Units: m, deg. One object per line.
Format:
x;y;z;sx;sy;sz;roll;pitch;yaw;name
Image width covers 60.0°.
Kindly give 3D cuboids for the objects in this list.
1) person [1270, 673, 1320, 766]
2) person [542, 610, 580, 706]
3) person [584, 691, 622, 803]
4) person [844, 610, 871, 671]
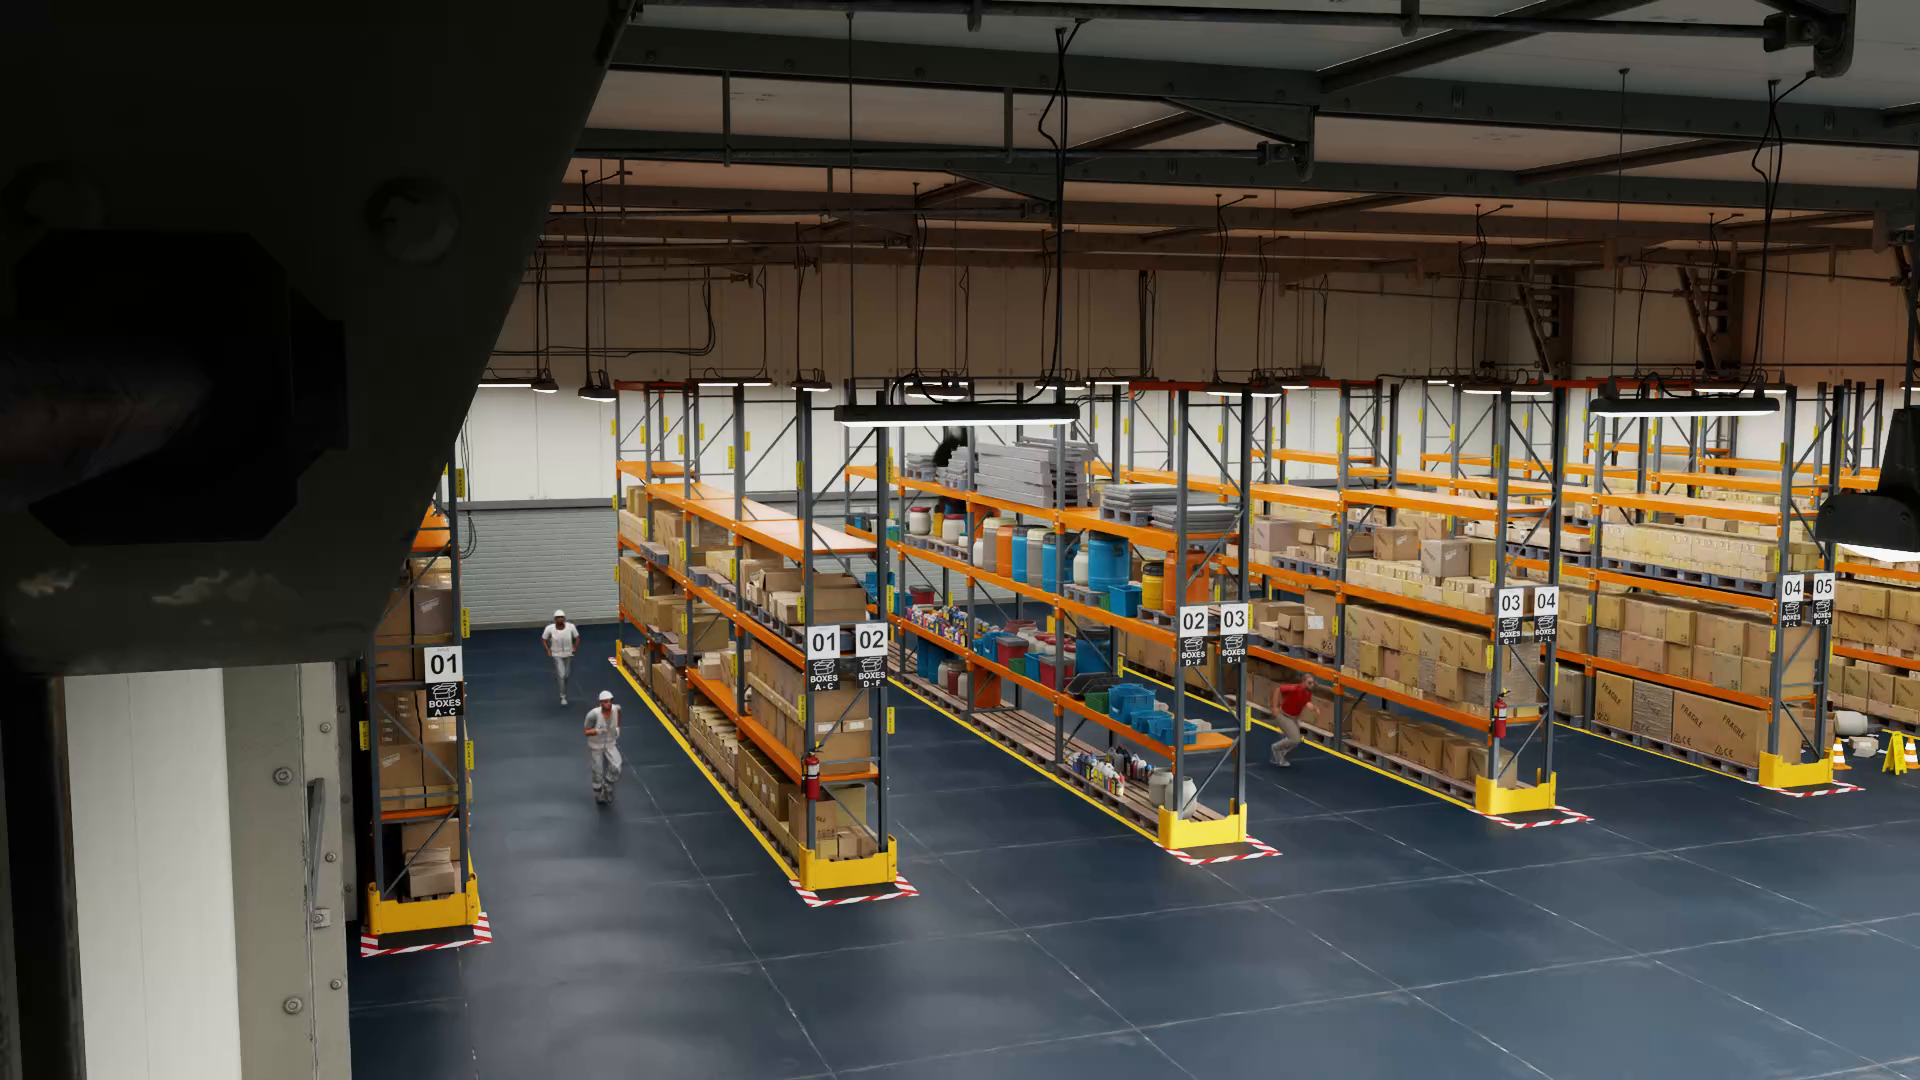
5.187;2.821;25.962;0.695;1.550;0.885;-5;8;-42;person
-7.481;2.171;31.209;0.694;1.776;0.792;-2;7;-22;person
-5.053;2.956;23.657;0.631;1.696;0.862;-3;7;-28;person
-2.019;1.925;31.687;0.652;1.831;0.875;-1;6;-5;person
